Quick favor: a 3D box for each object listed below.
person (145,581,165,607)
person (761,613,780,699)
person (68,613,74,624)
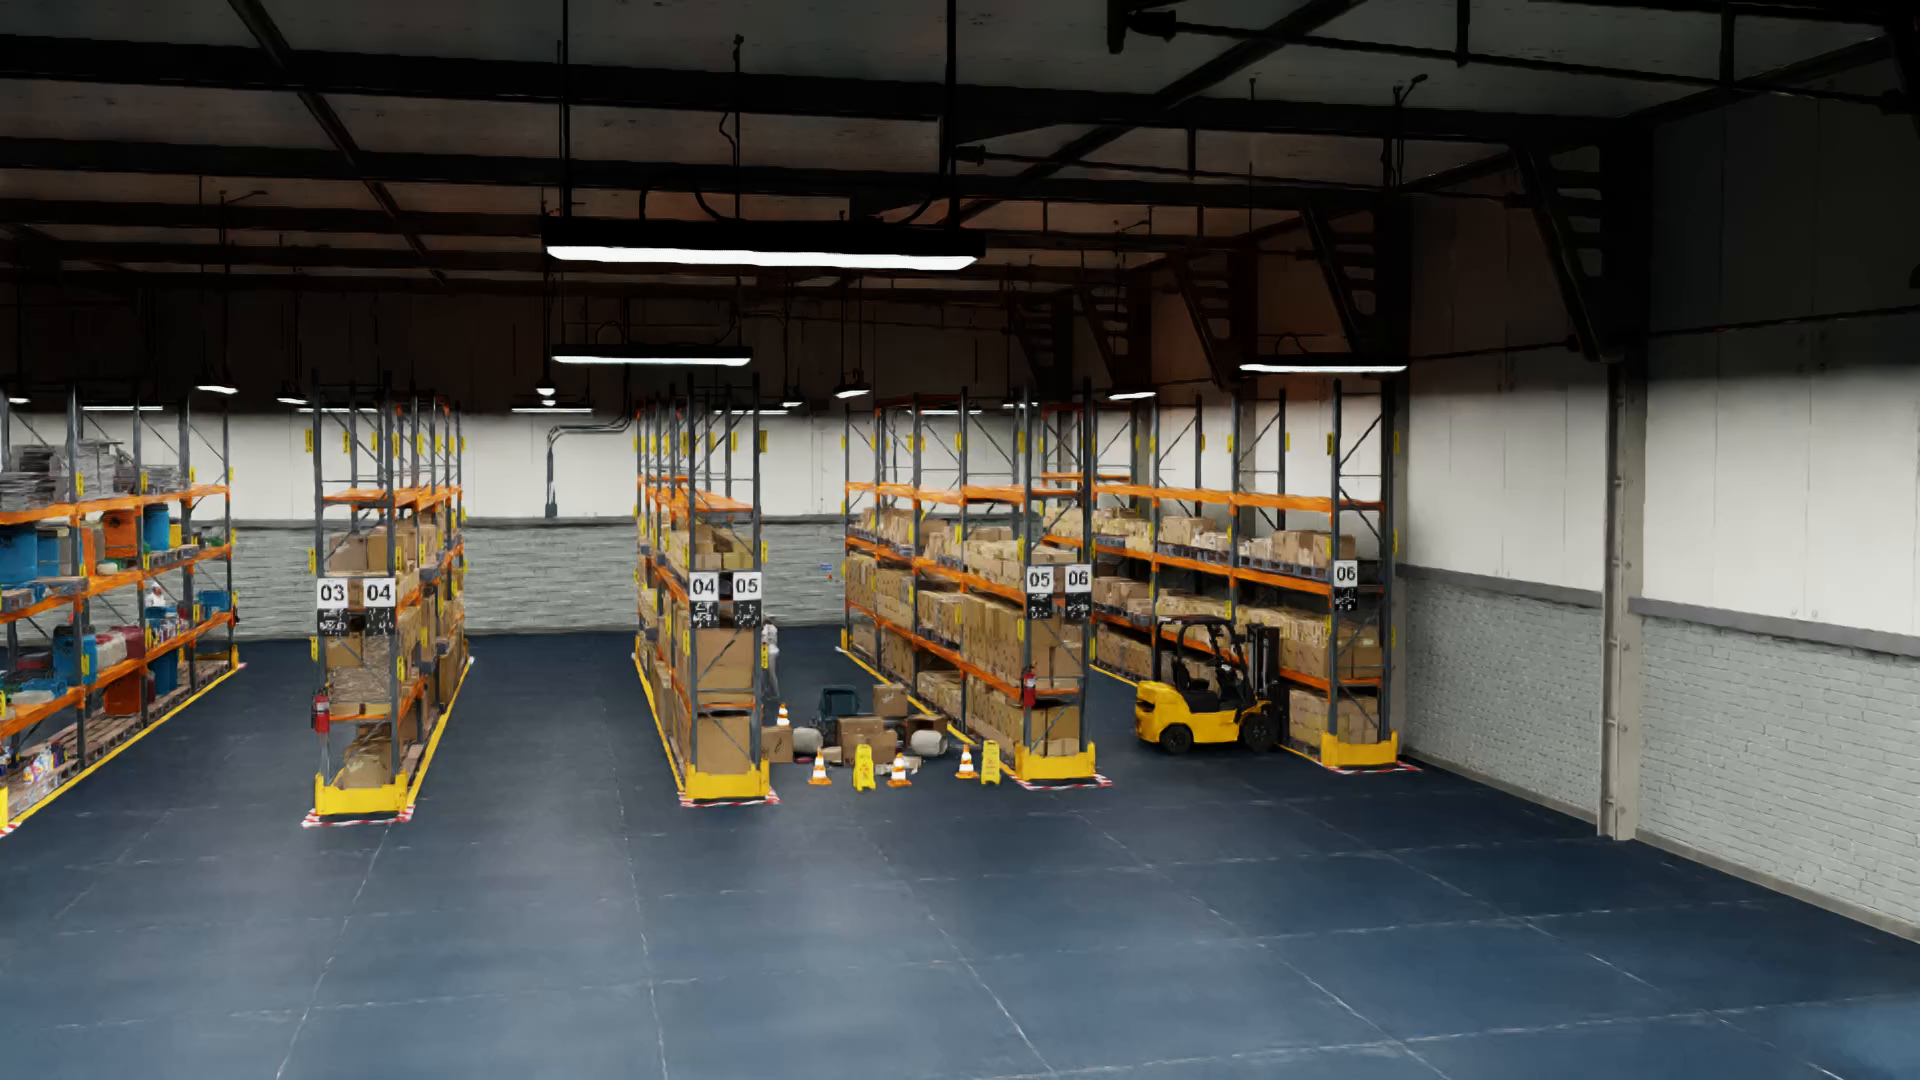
[{"bbox_3d":[-18.887,1.856,38.892,0.460,1.780,0.704,1,3,16],"label":"person"},{"bbox_3d":[-3.770,2.267,32.695,0.537,1.663,0.568,1,3,19],"label":"person"},{"bbox_3d":[-17.290,2.255,32.526,0.553,1.709,1.123,-1,3,-11],"label":"person"}]
